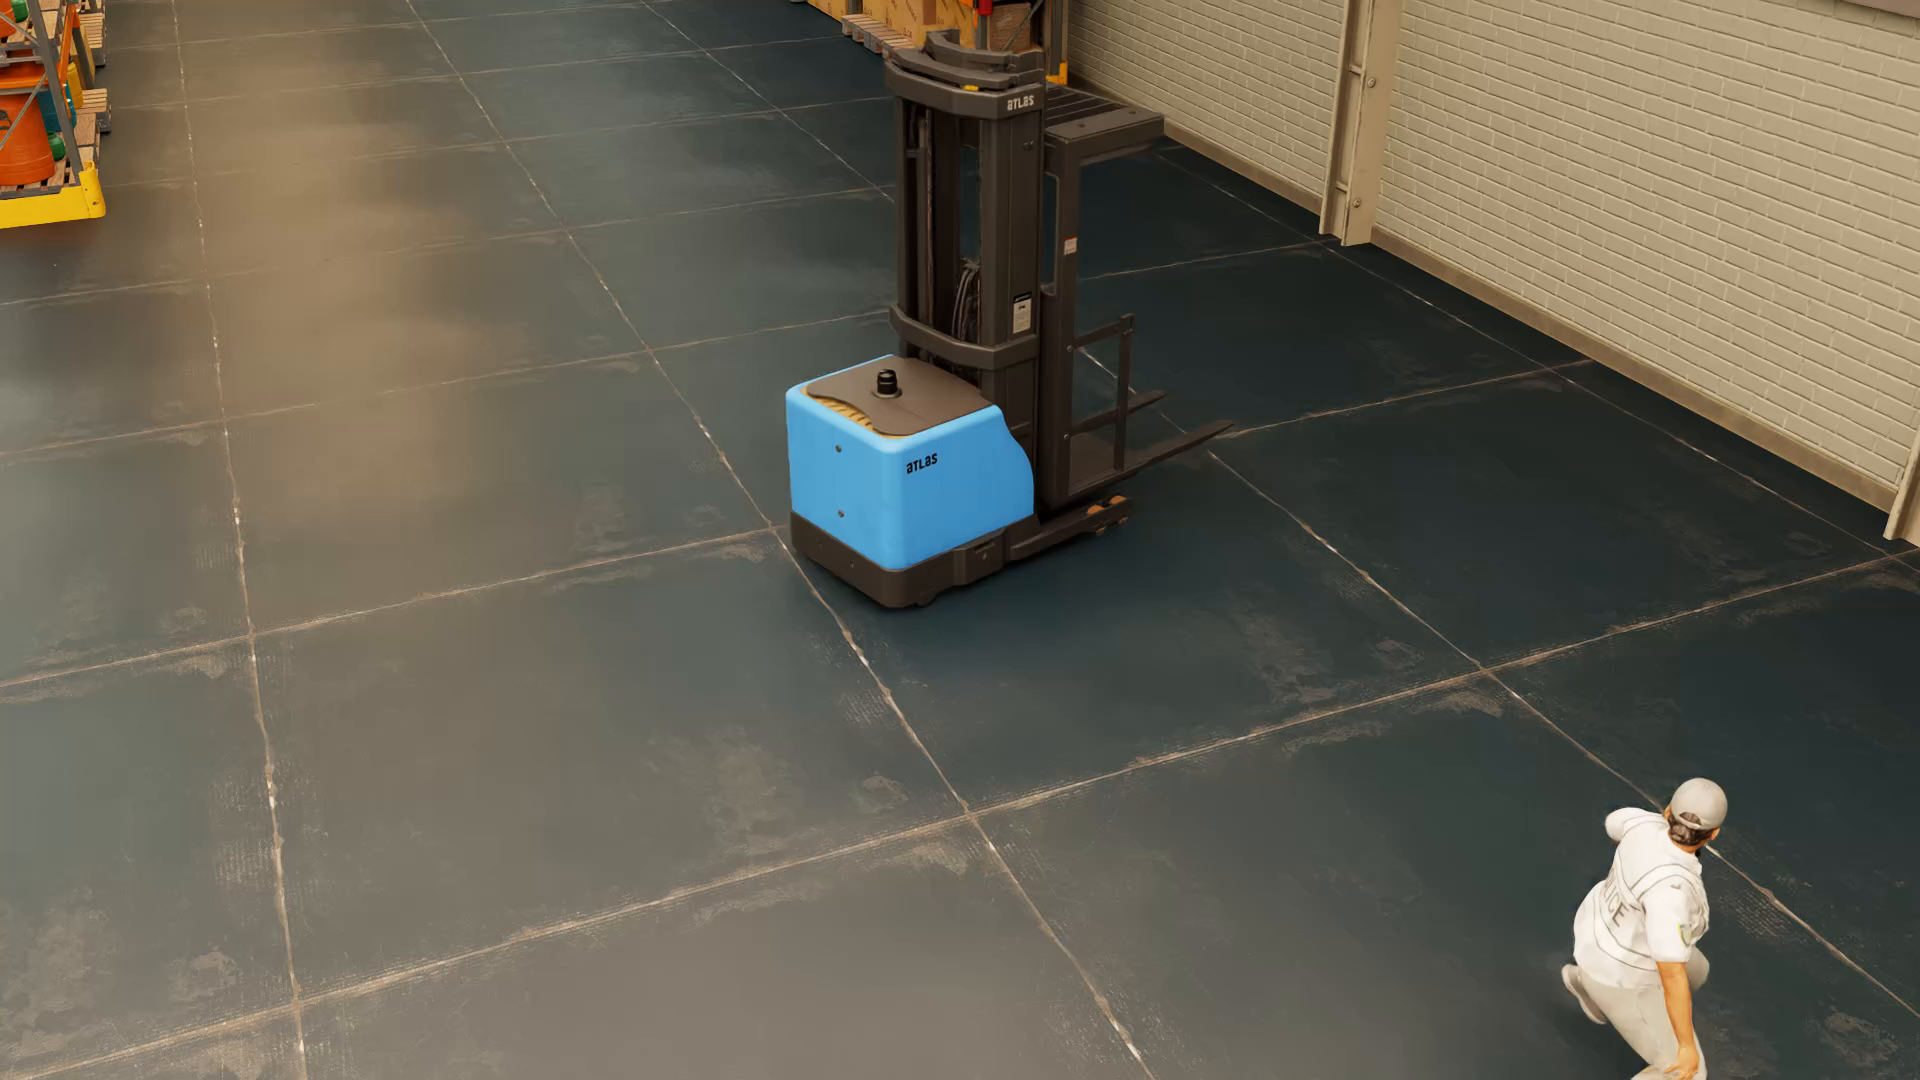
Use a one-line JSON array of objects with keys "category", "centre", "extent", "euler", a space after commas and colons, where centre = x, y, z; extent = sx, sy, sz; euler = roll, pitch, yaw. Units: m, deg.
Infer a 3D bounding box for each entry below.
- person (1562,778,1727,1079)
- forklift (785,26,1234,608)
[{"category": "person", "centre": [2.471, 1.490, 5.953], "extent": [0.518, 1.541, 0.959], "euler": [10, 31, 16]}, {"category": "forklift", "centre": [0.442, -1.494, 9.732], "extent": [3.031, 2.935, 1.130], "euler": [-23, 37, -34]}]
